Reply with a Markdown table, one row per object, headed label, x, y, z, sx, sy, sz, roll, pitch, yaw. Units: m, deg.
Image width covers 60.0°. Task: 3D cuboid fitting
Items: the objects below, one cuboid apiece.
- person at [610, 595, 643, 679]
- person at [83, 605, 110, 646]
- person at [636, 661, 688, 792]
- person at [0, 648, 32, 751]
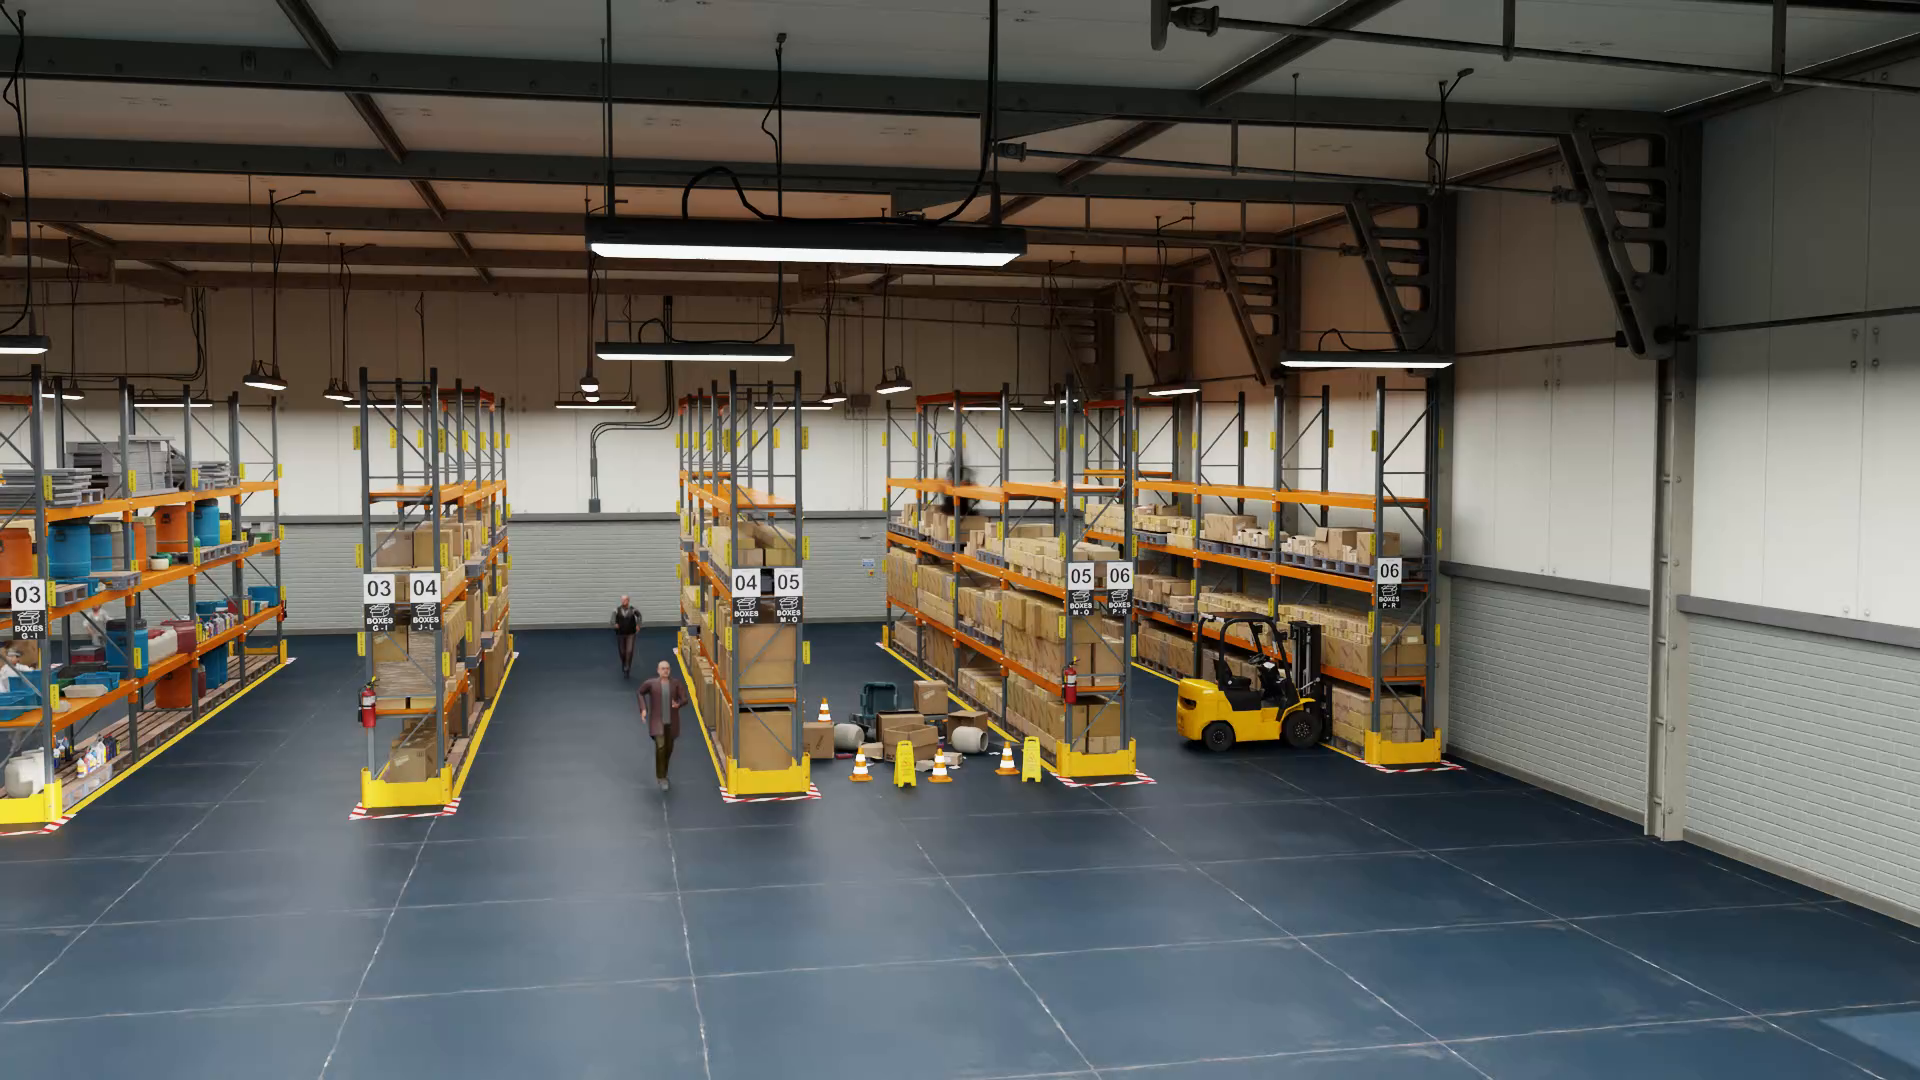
| label | x | y | z | sx | sy | sz | roll | pitch | yaw |
| --- | --- | --- | --- | --- | --- | --- | --- | --- | --- |
| person | -7.112 | 2.039 | 35.400 | 0.672 | 1.726 | 0.952 | 0 | 3 | -5 |
| person | -18.729 | 2.088 | 36.126 | 0.550 | 1.532 | 0.558 | -2 | 4 | -30 |
| person | -4.304 | 2.763 | 24.168 | 0.687 | 1.630 | 0.910 | -2 | 4 | -24 |
| person | -15.307 | 2.575 | 26.997 | 0.611 | 1.672 | 0.592 | -1 | 3 | -11 |
